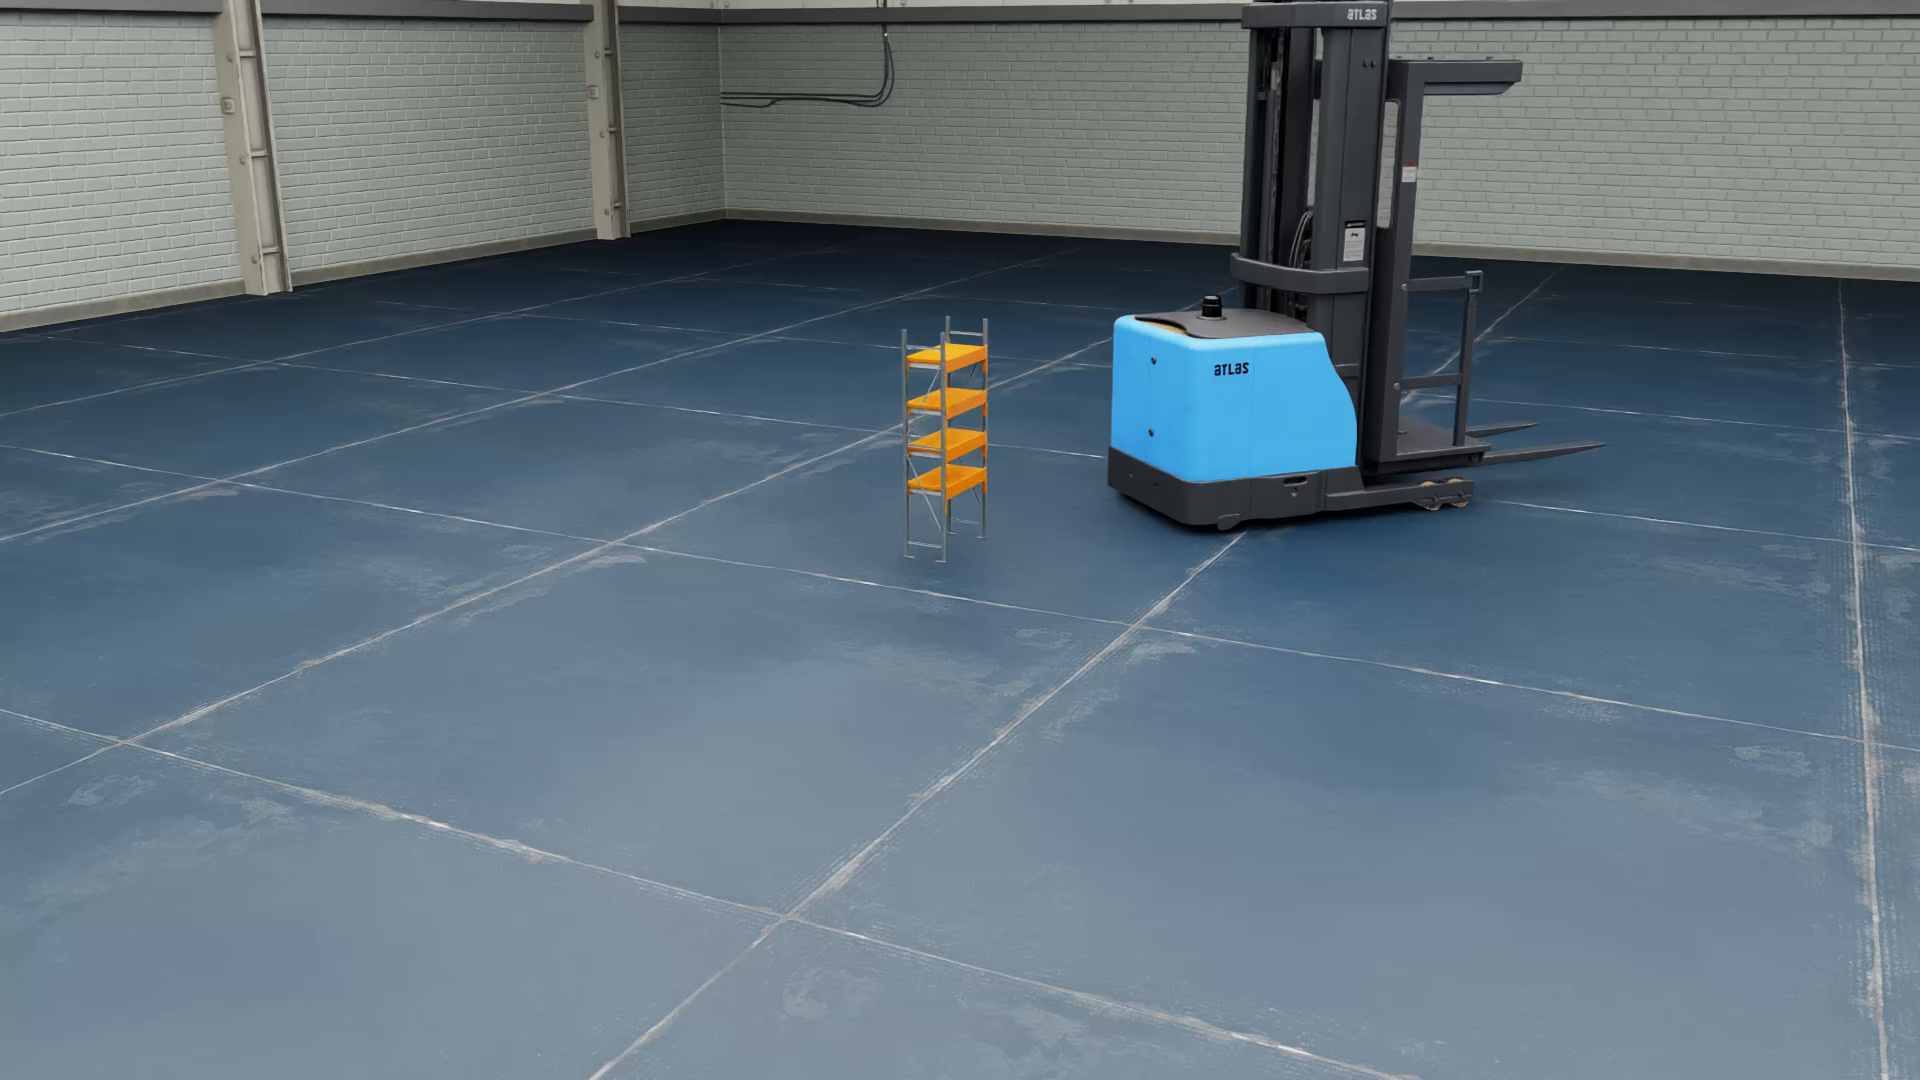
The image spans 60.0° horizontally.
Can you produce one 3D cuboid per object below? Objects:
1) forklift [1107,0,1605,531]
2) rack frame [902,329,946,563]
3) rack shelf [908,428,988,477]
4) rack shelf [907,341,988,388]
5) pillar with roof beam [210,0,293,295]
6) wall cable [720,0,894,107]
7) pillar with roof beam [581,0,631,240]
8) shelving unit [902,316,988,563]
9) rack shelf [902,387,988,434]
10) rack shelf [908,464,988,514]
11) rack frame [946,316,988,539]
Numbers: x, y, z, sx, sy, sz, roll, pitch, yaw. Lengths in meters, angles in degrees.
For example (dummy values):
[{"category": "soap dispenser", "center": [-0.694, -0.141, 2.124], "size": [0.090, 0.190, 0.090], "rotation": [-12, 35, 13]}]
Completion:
[{"category": "forklift", "center": [2.444, -1.707, 9.622], "size": [3.031, 2.935, 1.130], "rotation": [-7, 18, -21]}, {"category": "rack frame", "center": [-0.183, -0.471, 8.502], "size": [0.240, 1.200, 0.015], "rotation": [8, 18, 25]}, {"category": "rack shelf", "center": [-0.074, -0.469, 8.731], "size": [0.258, 0.148, 0.480], "rotation": [8, 18, 25]}, {"category": "rack shelf", "center": [-0.074, -0.910, 8.600], "size": [0.258, 0.148, 0.480], "rotation": [8, 18, 25]}, {"category": "pillar with roof beam", "center": [-3.680, -6.465, 14.985], "size": [9.100, 9.000, 0.400], "rotation": [8, 18, 25]}, {"category": "wall cable", "center": [-2.351, -7.634, 24.377], "size": [3.097, 2.526, 0.112], "rotation": [8, 18, 25]}, {"category": "pillar with roof beam", "center": [-0.999, -7.993, 20.131], "size": [9.100, 9.000, 0.400], "rotation": [8, 18, 25]}, {"category": "shelving unit", "center": [-0.074, -0.533, 8.712], "size": [0.258, 1.200, 0.503], "rotation": [8, 18, 25]}, {"category": "rack shelf", "center": [-0.074, -0.683, 8.667], "size": [0.258, 0.148, 0.480], "rotation": [8, 18, 25]}, {"category": "rack shelf", "center": [-0.074, -0.278, 8.787], "size": [0.258, 0.148, 0.480], "rotation": [8, 18, 25]}, {"category": "rack frame", "center": [0.035, -0.595, 8.921], "size": [0.240, 1.200, 0.015], "rotation": [8, 18, 25]}]
